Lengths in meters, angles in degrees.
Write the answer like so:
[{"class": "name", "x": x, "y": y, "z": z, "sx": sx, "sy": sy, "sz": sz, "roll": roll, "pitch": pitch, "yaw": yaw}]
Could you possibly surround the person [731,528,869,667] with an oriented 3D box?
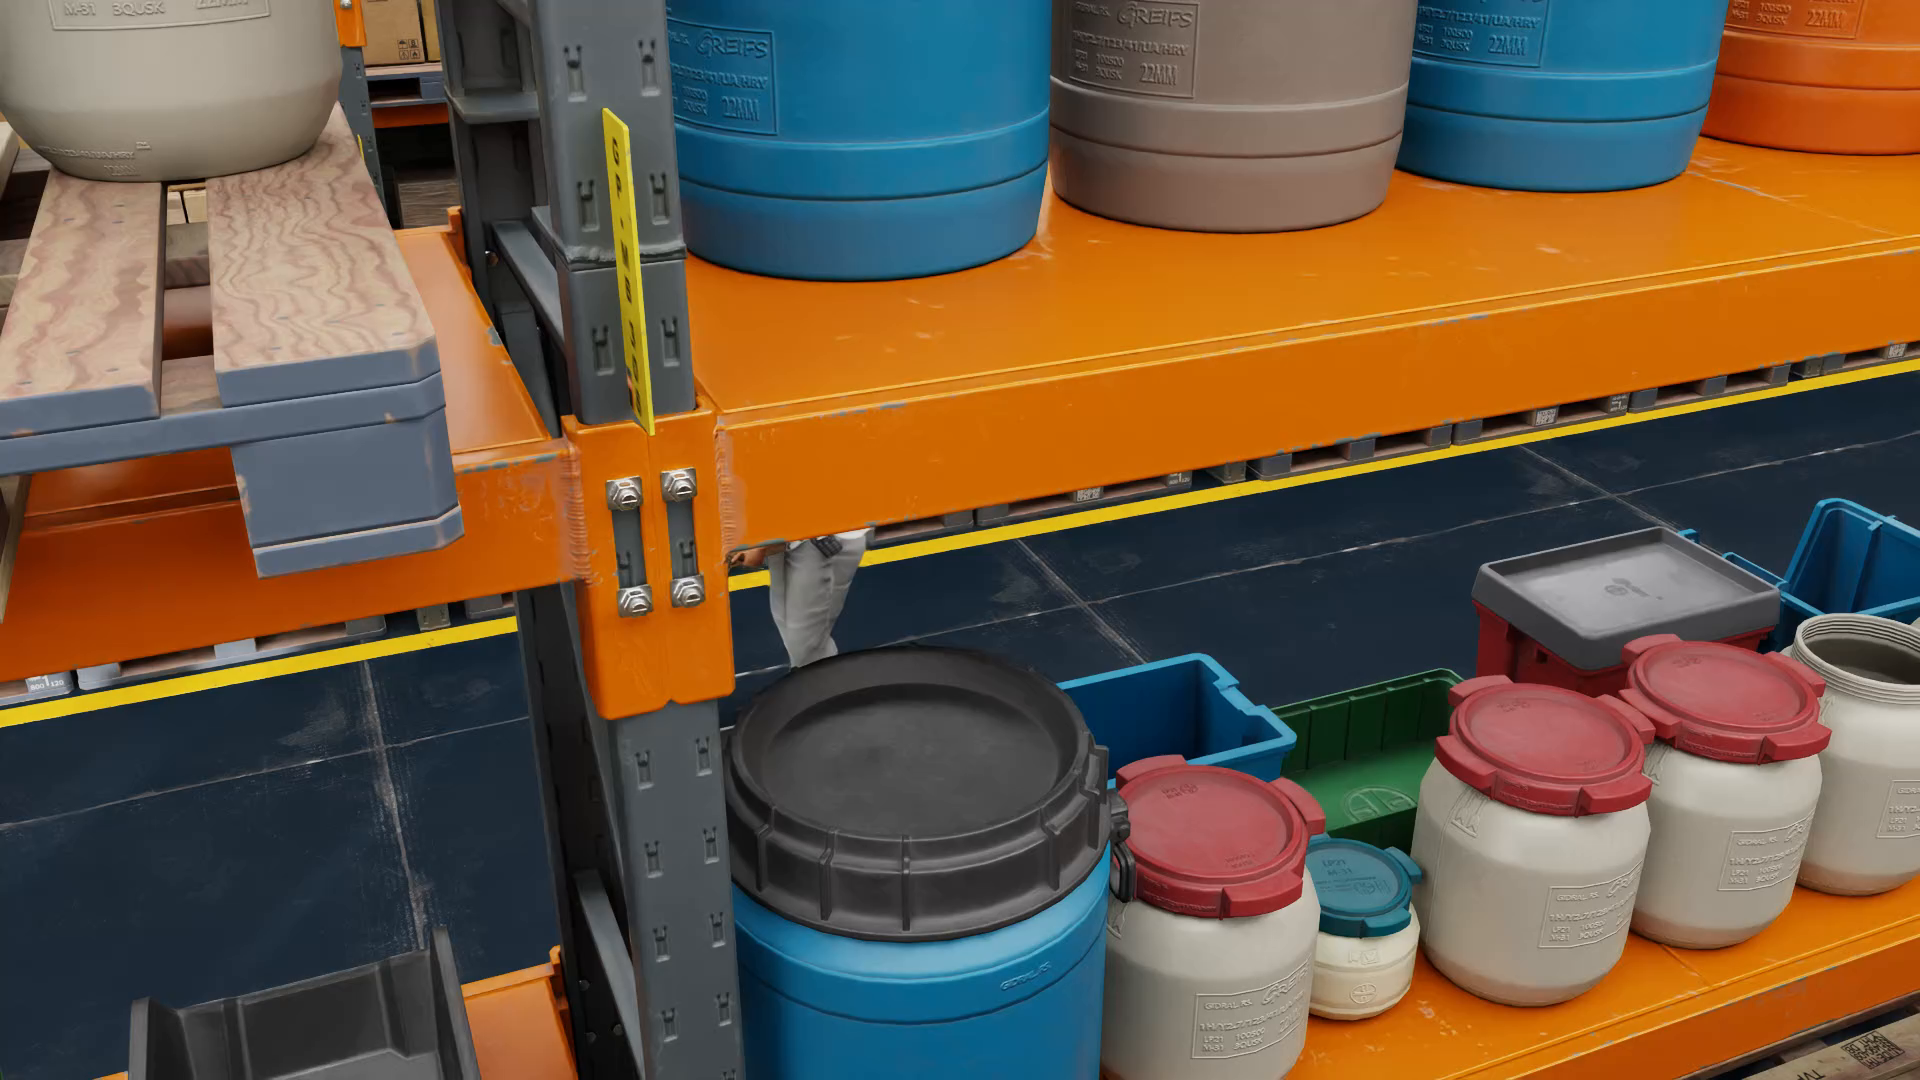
[{"class": "person", "x": -0.610, "y": 0.013, "z": 6.096, "sx": 0.542, "sy": 1.663, "sz": 0.452, "roll": -11, "pitch": 28, "yaw": -21}]
